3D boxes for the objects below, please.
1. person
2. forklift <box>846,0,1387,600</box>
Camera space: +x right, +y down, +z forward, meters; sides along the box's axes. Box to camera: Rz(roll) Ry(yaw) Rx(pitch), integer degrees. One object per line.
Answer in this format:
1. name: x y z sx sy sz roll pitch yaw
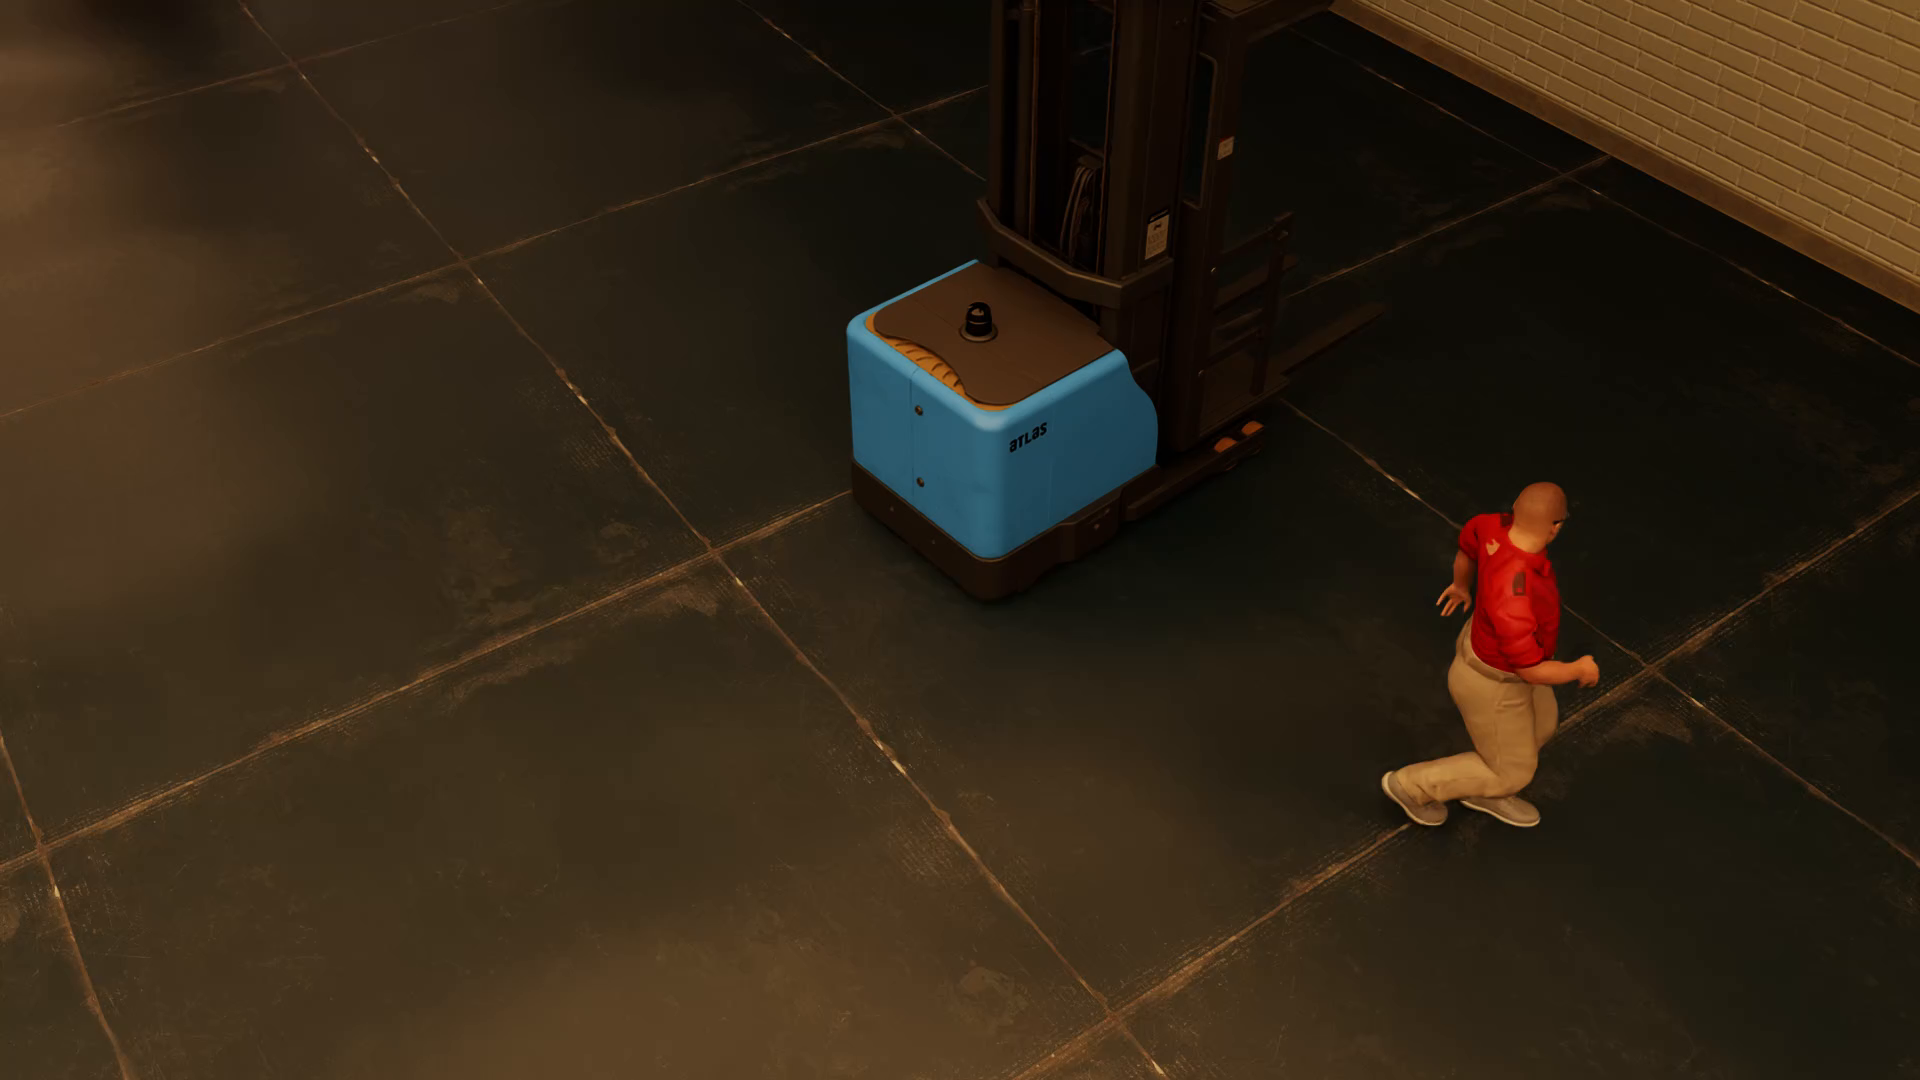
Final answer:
1. person: 2.024 0.452 6.167 0.634 1.670 0.699 15 45 16
2. forklift: 0.926 -1.665 7.523 3.031 2.935 1.130 -30 51 -29
